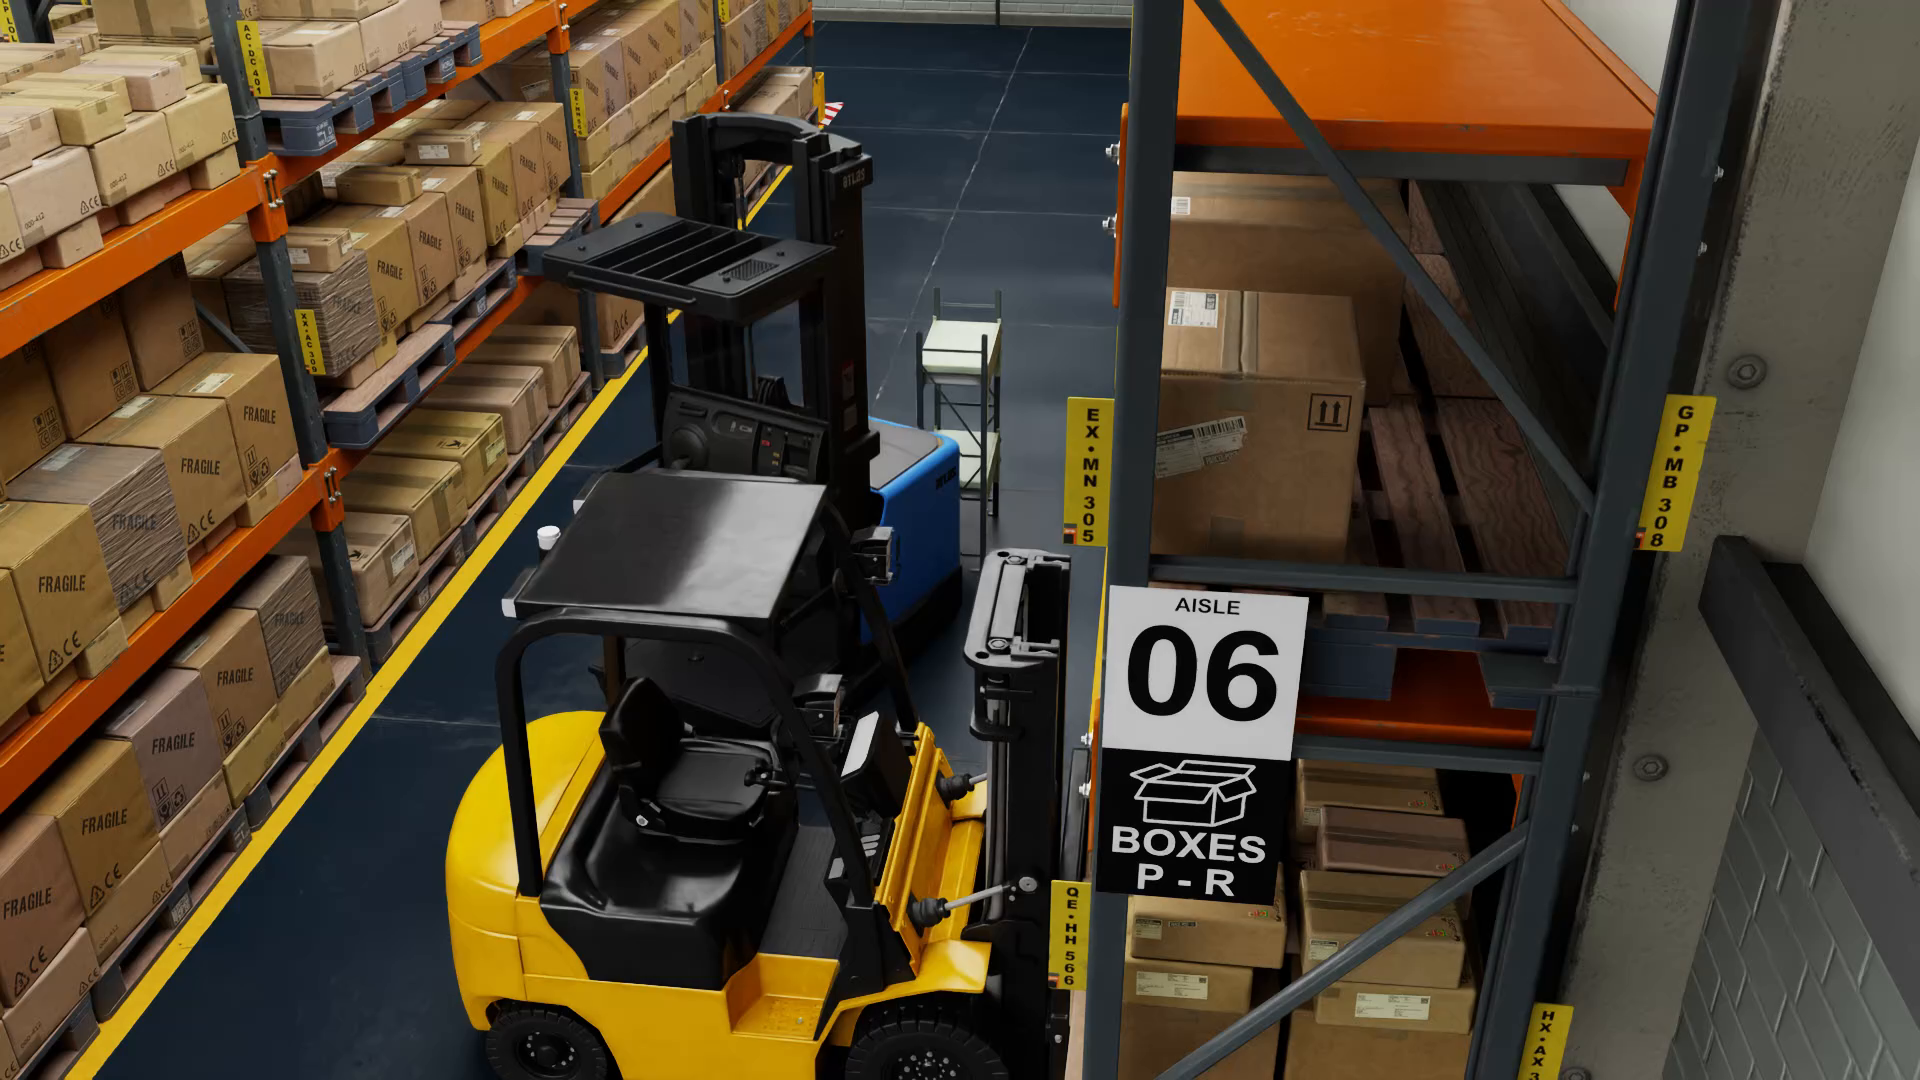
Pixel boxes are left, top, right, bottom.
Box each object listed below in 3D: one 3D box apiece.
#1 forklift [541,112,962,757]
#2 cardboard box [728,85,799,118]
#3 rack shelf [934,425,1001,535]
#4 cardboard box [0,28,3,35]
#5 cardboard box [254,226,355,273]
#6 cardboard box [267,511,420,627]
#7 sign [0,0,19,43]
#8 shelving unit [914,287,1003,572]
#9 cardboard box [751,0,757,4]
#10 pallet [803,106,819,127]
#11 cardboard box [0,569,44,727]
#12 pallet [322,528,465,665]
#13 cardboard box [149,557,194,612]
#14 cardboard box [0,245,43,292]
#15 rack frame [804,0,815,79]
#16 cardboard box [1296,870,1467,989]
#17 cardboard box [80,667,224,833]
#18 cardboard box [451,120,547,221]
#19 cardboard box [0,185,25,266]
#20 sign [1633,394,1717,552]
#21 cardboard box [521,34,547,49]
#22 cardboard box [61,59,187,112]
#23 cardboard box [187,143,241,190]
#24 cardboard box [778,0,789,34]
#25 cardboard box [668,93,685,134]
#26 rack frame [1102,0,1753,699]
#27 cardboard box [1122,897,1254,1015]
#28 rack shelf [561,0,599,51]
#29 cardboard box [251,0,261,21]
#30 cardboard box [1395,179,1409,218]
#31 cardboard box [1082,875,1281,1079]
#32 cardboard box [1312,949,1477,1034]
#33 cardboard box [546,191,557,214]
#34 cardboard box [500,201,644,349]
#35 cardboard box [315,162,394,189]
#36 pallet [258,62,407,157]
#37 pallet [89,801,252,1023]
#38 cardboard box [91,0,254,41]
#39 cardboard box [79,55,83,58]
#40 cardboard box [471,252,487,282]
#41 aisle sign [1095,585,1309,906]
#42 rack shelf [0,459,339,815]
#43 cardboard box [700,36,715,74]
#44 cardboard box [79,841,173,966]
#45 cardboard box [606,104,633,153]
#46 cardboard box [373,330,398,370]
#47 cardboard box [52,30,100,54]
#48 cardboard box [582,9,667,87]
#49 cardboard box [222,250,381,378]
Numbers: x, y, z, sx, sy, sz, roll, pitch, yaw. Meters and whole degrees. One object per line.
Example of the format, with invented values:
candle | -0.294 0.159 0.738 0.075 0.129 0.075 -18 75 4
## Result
forklift | -1.168 -0.411 7.923 1.130 2.935 3.031 16 32 26
cardboard box | -2.255 -4.546 17.785 0.875 0.438 0.875 4 29 8
rack shelf | -0.001 -0.370 10.043 0.431 0.370 0.720 3 28 6
cardboard box | -8.215 -4.282 14.230 0.380 0.149 0.250 3 28 6
cardboard box | -3.231 -1.435 8.205 0.380 0.149 0.250 3 28 6
cardboard box | -3.578 0.136 9.162 0.950 0.372 0.625 4 29 7
sign | -4.191 -2.341 7.309 0.100 0.325 0.005 3 28 6
shelving unit | -0.001 -0.657 9.888 0.431 1.500 0.755 3 28 6
cardboard box | -2.219 -5.527 16.186 0.500 0.500 0.500 4 29 7
pallet | -2.190 -4.629 18.619 1.003 0.211 1.213 3 28 6
cardboard box | -3.675 0.428 5.873 0.500 0.500 0.500 3 28 5
pallet | -3.546 0.272 9.522 1.003 0.211 1.213 3 28 6
cardboard box | -3.498 0.169 7.038 0.380 0.149 0.250 3 28 5
cardboard box | -3.632 -1.032 6.105 0.380 0.149 0.250 4 29 7
rack frame | -2.169 -6.237 18.665 1.000 3.000 0.127 3 28 6
cardboard box | 1.050 0.975 4.175 0.380 0.149 0.250 3 28 5
cardboard box | -3.568 0.881 7.118 0.500 0.500 0.500 5 29 9
cardboard box | -2.982 -2.357 10.601 0.500 0.500 0.500 3 28 5
cardboard box | -3.611 -1.034 5.688 0.500 0.250 0.500 4 29 7
sign | 1.347 -0.124 3.150 0.100 0.325 0.005 3 28 6
cardboard box | -3.291 -3.456 12.343 0.500 0.500 0.500 4 29 7
cardboard box | -3.418 -1.861 6.803 0.380 0.149 0.250 3 28 5
cardboard box | -3.375 -1.632 7.219 0.380 0.149 0.250 3 29 6
cardboard box | -2.096 -5.561 17.304 0.500 0.500 0.500 4 29 8
cardboard box | -2.609 -3.587 13.903 0.500 0.250 0.500 3 28 5
rack frame | 0.797 -1.060 2.730 1.000 3.000 0.127 3 28 6
cardboard box | 0.561 1.072 4.309 0.380 0.149 0.250 4 29 7
rack shelf | -2.905 -4.417 12.882 1.077 0.370 4.000 3 28 6
cardboard box | -3.645 -2.549 8.372 0.500 0.250 0.500 4 29 7
cardboard box | 0.944 -0.986 5.098 0.797 0.503 0.637 4 29 8
cardboard box | 0.597 1.290 4.588 0.500 0.500 0.500 3 28 5
cardboard box | 1.096 1.107 4.244 0.380 0.149 0.250 3 28 5
cardboard box | -2.917 -2.247 11.081 0.380 0.149 0.250 4 29 7
cardboard box | -2.983 -2.041 12.674 0.875 0.875 0.875 3 28 6
cardboard box | -3.619 -1.902 9.756 0.500 0.500 0.500 2 28 4
pallet | -3.458 -2.111 8.041 1.213 0.211 1.003 3 28 6
pallet | -3.834 1.533 7.182 1.003 0.211 1.213 3 28 6
cardboard box | -3.695 -2.528 7.806 0.500 0.250 0.500 4 29 7
cardboard box | -7.595 -3.980 13.984 0.380 0.149 0.250 3 29 6
cardboard box | -3.068 -1.644 9.961 0.380 0.149 0.250 2 28 5
aisle sign | 0.497 0.450 3.511 0.394 0.787 0.004 3 28 6
rack shelf | -3.885 0.669 6.603 1.077 0.370 4.000 3 28 6
cardboard box | -2.472 -4.287 14.676 0.500 0.250 0.500 3 28 6
cardboard box | -3.632 1.459 6.836 0.500 0.250 0.500 5 29 10
cardboard box | -2.778 -3.093 12.460 0.500 0.250 0.500 4 29 7
cardboard box | -3.219 -1.022 8.806 0.380 0.149 0.250 4 29 7
cardboard box | -7.571 -4.243 14.159 0.380 0.149 0.250 2 28 5
cardboard box | -2.651 -3.888 13.144 0.500 0.500 0.500 4 29 7
cardboard box | -3.298 -1.153 8.365 0.500 0.500 0.500 4 29 7
